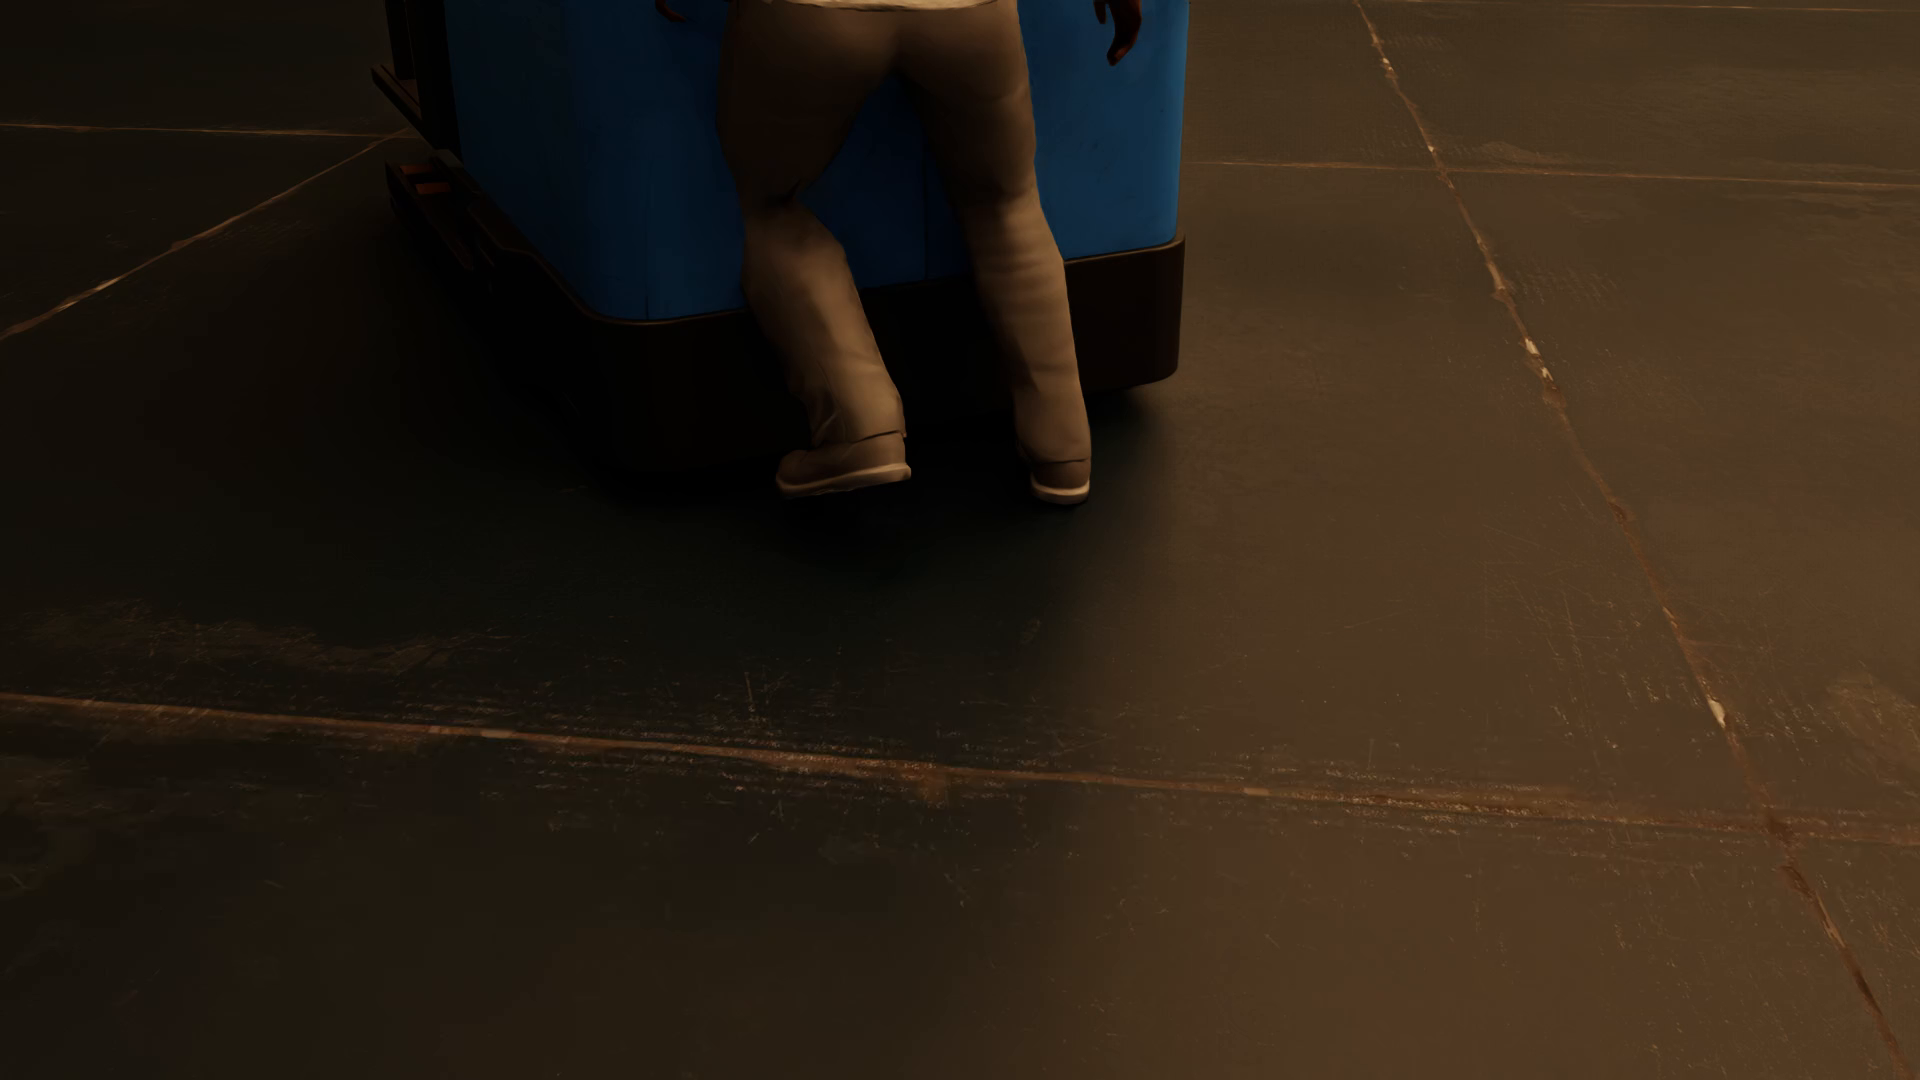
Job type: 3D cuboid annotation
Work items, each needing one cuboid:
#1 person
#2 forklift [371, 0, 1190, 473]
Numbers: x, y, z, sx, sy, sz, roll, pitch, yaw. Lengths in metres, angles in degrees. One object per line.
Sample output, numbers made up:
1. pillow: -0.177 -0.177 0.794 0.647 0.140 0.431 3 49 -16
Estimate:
1. person: -0.044 -0.772 2.276 0.732 1.580 0.461 -9 28 -17
2. forklift: -0.714 -2.043 3.312 1.130 2.935 3.031 -12 29 -23
